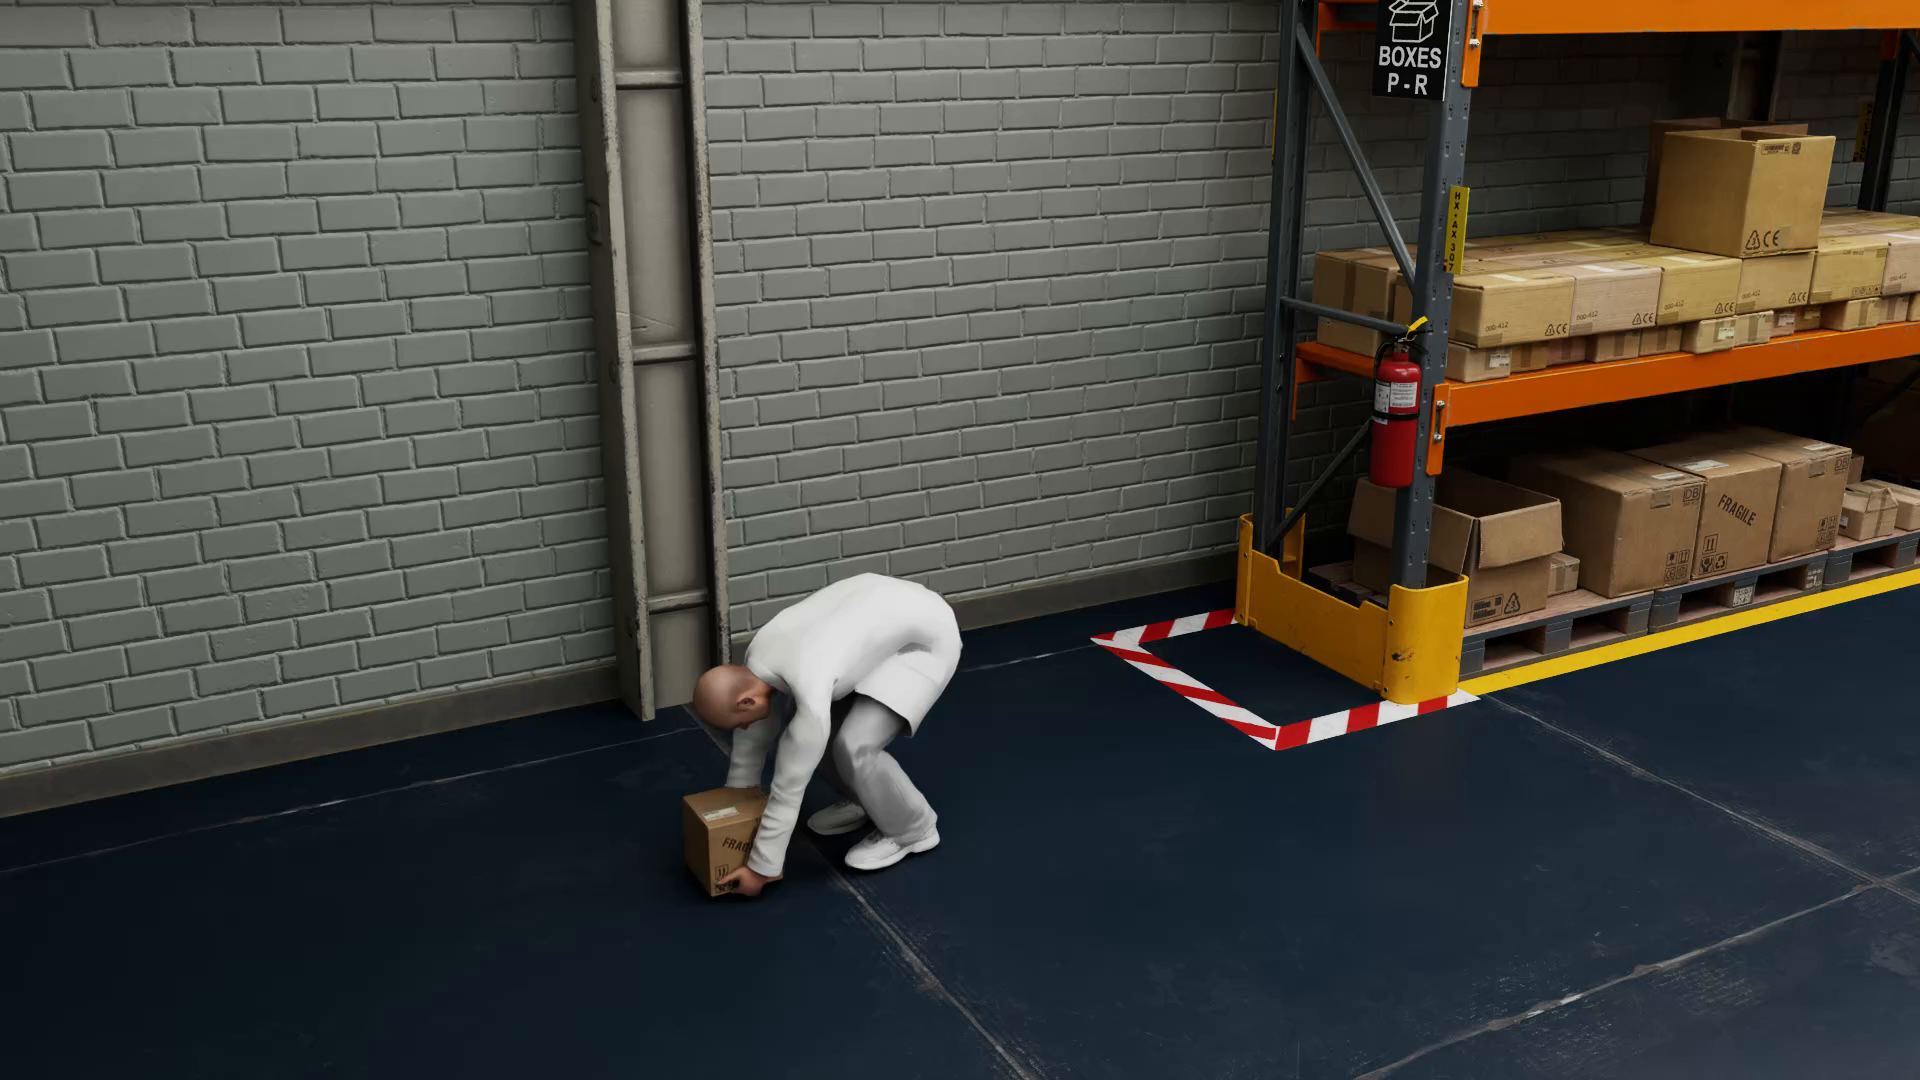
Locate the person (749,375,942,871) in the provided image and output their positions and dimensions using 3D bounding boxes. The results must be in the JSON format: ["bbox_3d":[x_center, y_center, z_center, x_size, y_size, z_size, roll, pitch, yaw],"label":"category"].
[{"bbox_3d":[-0.376,0.261,5.457,0.632,1.679,0.540,-10,21,-28],"label":"person"}]
